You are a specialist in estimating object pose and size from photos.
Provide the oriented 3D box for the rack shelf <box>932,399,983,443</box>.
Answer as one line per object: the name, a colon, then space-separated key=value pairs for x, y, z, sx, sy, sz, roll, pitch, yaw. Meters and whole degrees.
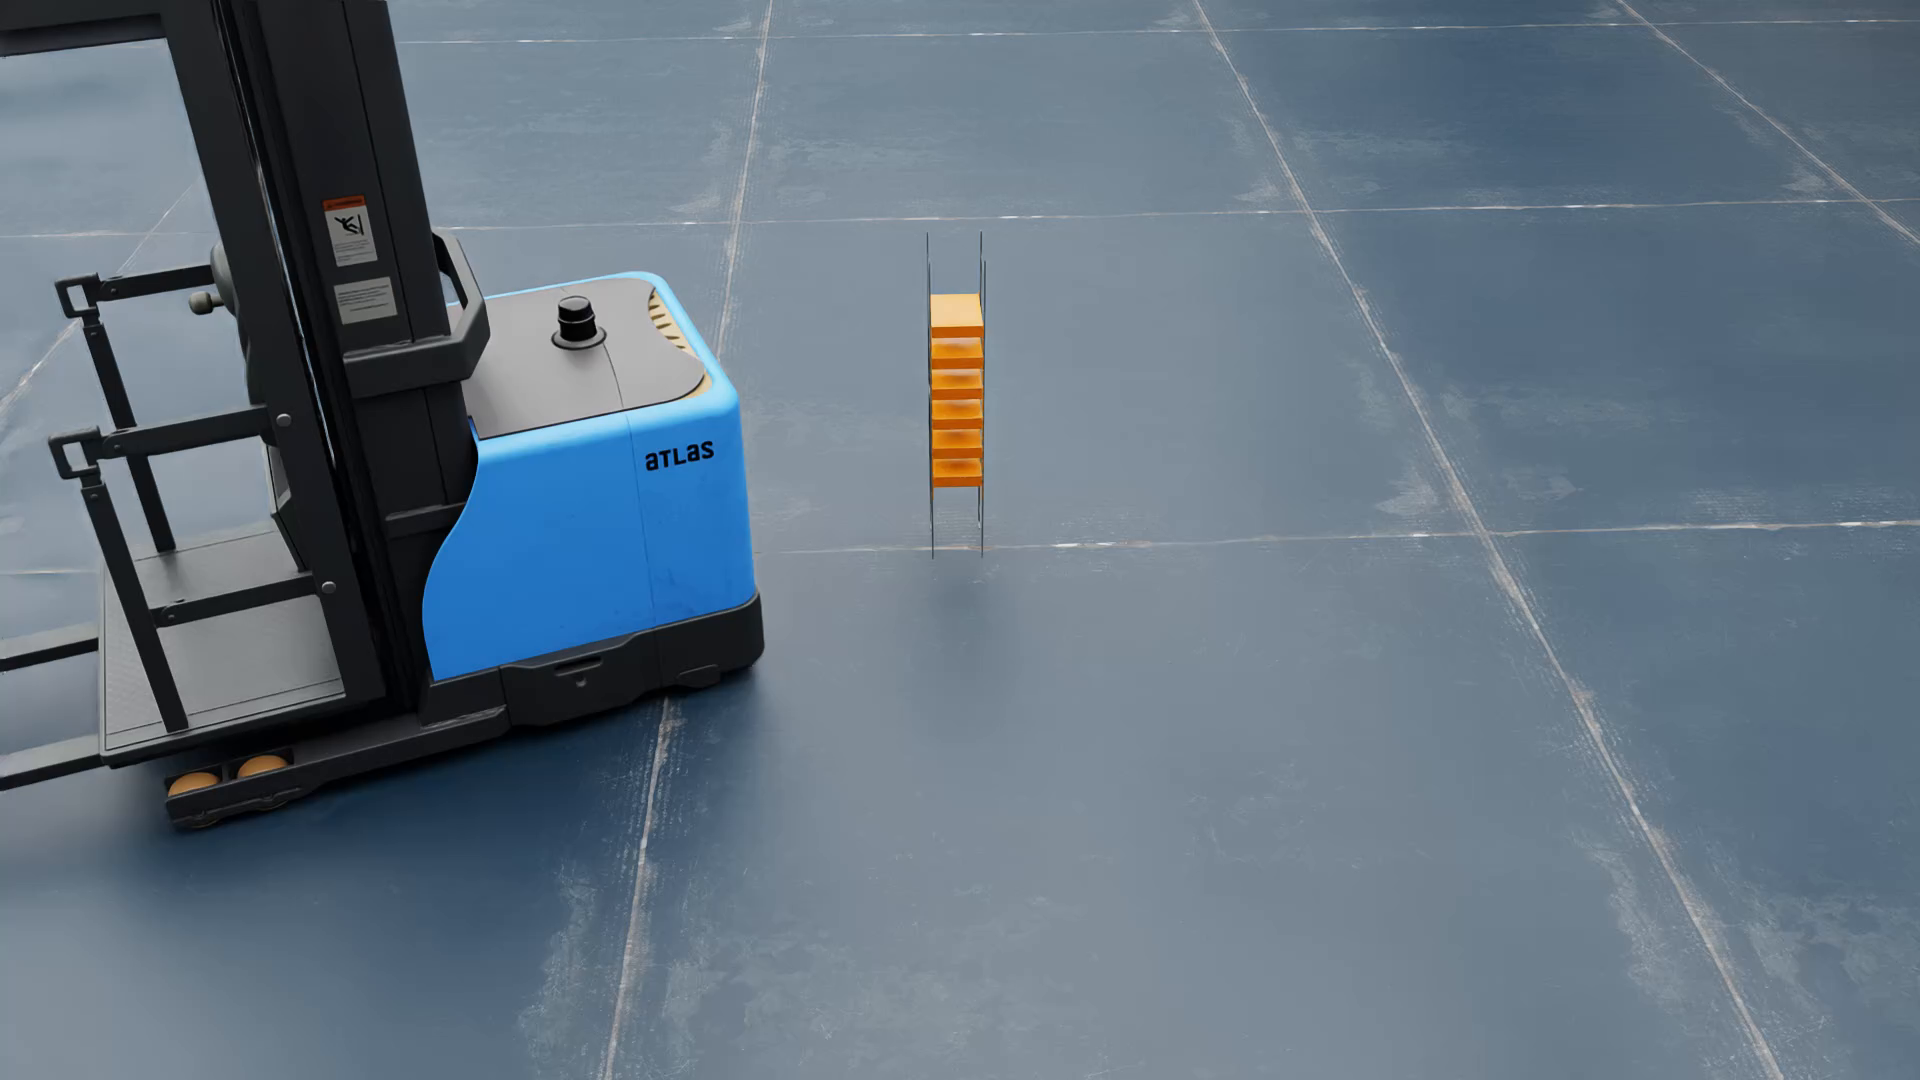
rack shelf: x=-0.014 y=-0.456 z=5.933 sx=0.180 sy=0.103 sz=0.258 roll=-2 pitch=35 yaw=-2

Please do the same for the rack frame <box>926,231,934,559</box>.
rack frame: x=-0.106 y=-0.491 z=5.904 sx=0.006 sy=1.200 sz=0.240 roll=-2 pitch=35 yaw=-2

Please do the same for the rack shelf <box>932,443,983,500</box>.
rack shelf: x=-0.014 y=-0.259 z=6.070 sx=0.180 sy=0.103 sz=0.258 roll=-2 pitch=35 yaw=-2

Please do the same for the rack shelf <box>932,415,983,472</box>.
rack shelf: x=-0.014 y=-0.358 z=6.002 sx=0.180 sy=0.103 sz=0.258 roll=-2 pitch=35 yaw=-2

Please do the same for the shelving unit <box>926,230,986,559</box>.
shelving unit: x=-0.014 y=-0.493 z=5.908 sx=0.189 sy=1.200 sz=0.258 roll=-2 pitch=35 yaw=-2

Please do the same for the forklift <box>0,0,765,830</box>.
forklift: x=-2.223 y=-0.683 z=4.661 sx=3.031 sy=2.935 sz=1.130 roll=-14 pitch=37 yaw=-19

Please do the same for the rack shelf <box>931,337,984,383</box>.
rack shelf: x=-0.014 y=-0.654 z=5.797 sx=0.180 sy=0.103 sz=0.258 roll=-2 pitch=35 yaw=-2

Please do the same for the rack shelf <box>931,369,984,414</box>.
rack shelf: x=-0.014 y=-0.555 z=5.865 sx=0.180 sy=0.103 sz=0.258 roll=-2 pitch=35 yaw=-2

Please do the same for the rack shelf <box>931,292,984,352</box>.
rack shelf: x=-0.014 y=-0.752 z=5.728 sx=0.180 sy=0.103 sz=0.258 roll=-2 pitch=35 yaw=-2

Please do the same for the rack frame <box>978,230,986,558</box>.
rack frame: x=0.077 y=-0.495 z=5.912 sx=0.006 sy=1.200 sz=0.240 roll=-2 pitch=35 yaw=-2
